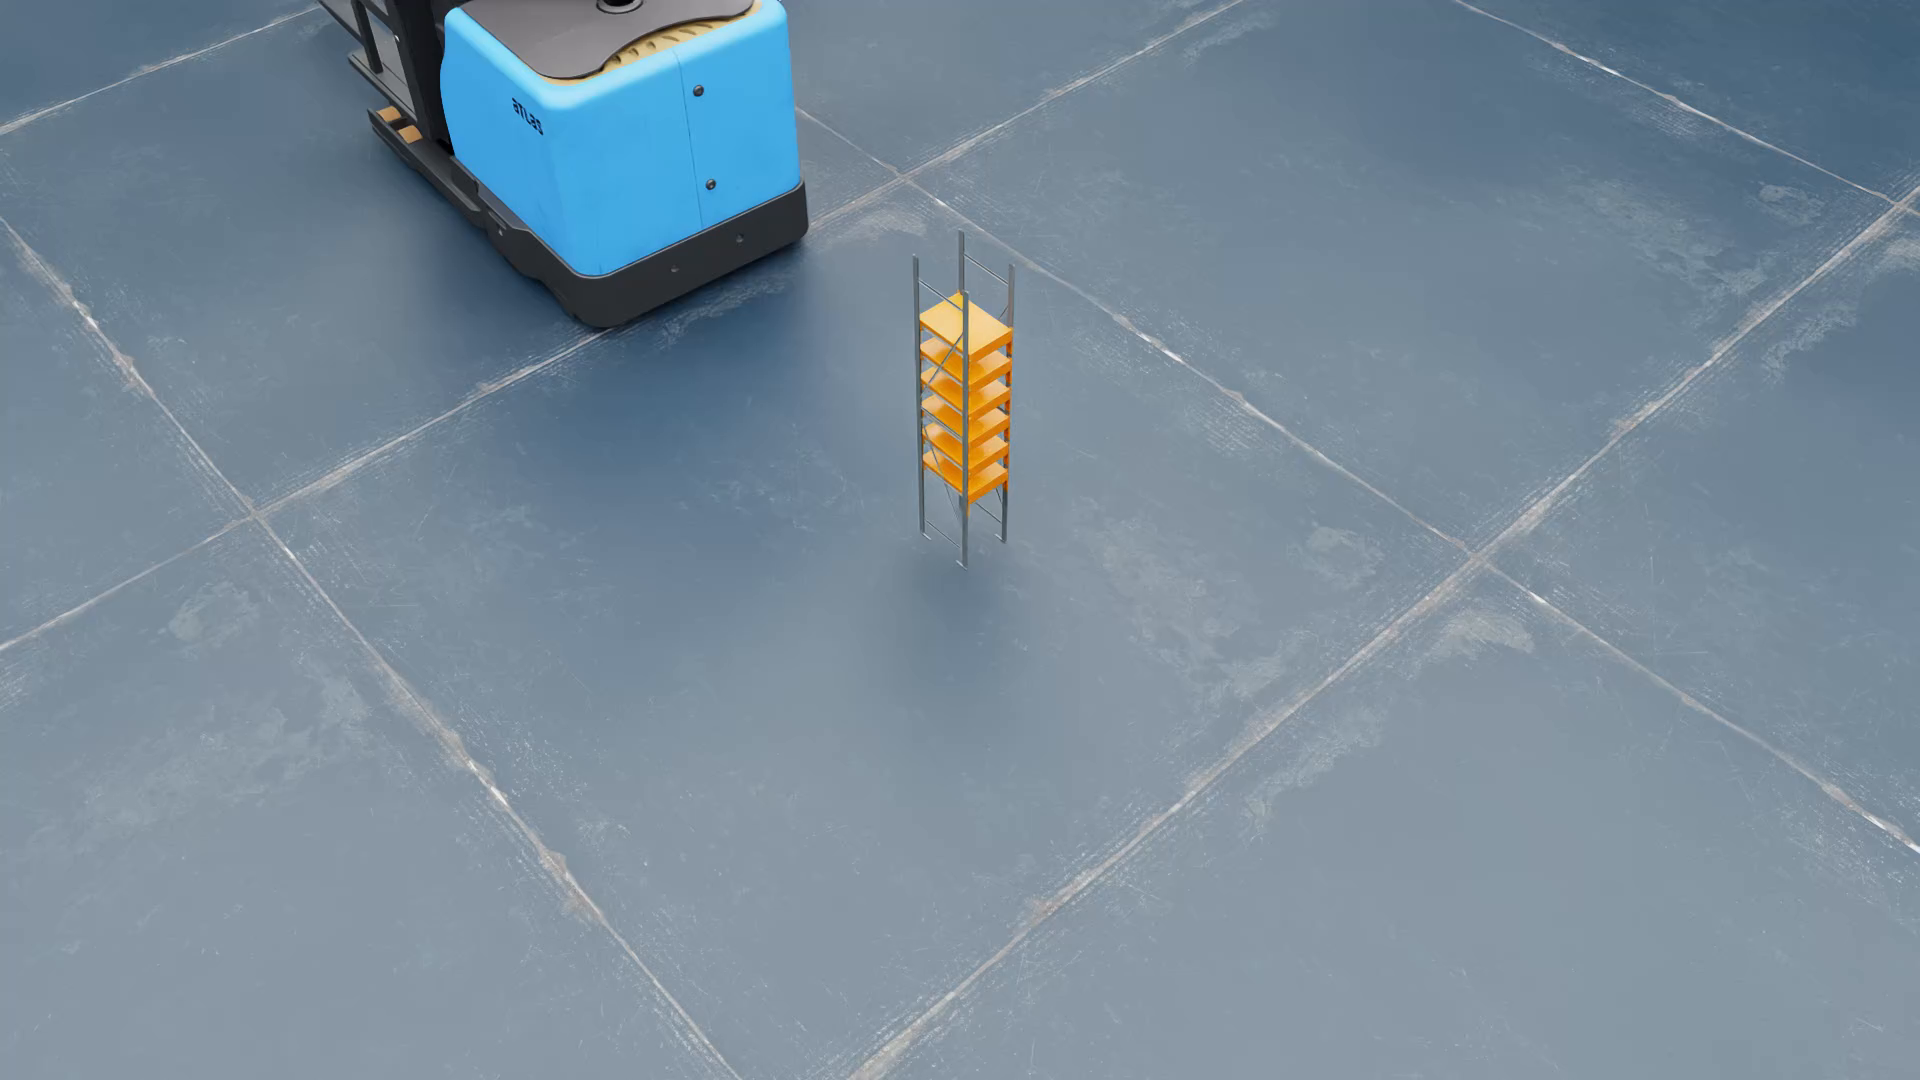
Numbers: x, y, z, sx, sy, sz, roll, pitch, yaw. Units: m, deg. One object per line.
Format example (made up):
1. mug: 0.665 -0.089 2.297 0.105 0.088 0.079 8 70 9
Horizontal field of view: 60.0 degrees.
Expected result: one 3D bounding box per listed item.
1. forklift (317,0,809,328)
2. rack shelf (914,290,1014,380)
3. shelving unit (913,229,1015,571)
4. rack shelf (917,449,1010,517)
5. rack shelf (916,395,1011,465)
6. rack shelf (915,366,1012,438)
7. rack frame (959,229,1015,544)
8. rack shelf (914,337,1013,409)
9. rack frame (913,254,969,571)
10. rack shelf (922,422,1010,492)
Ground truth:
1. forklift: -1.943 -2.837 6.373 1.130 2.935 3.031 -31 54 -25
2. rack shelf: 0.011 -0.628 5.084 0.180 0.103 0.258 -34 56 -27
3. shelving unit: 0.011 -0.414 5.316 0.189 1.200 0.258 -34 56 -27
4. rack shelf: 0.011 -0.221 5.525 0.180 0.103 0.258 -34 56 -27
5. rack shelf: 0.011 -0.384 5.348 0.180 0.103 0.258 -34 56 -27
6. rack shelf: 0.011 -0.465 5.260 0.180 0.103 0.258 -34 56 -27
7. rack frame: 0.078 -0.459 5.357 0.006 1.200 0.240 -34 56 -27
8. rack shelf: 0.011 -0.547 5.172 0.180 0.103 0.258 -34 56 -27
9. rack frame: -0.057 -0.369 5.274 0.006 1.200 0.240 -34 56 -27
10. rack shelf: 0.011 -0.303 5.436 0.180 0.103 0.258 -34 56 -27
